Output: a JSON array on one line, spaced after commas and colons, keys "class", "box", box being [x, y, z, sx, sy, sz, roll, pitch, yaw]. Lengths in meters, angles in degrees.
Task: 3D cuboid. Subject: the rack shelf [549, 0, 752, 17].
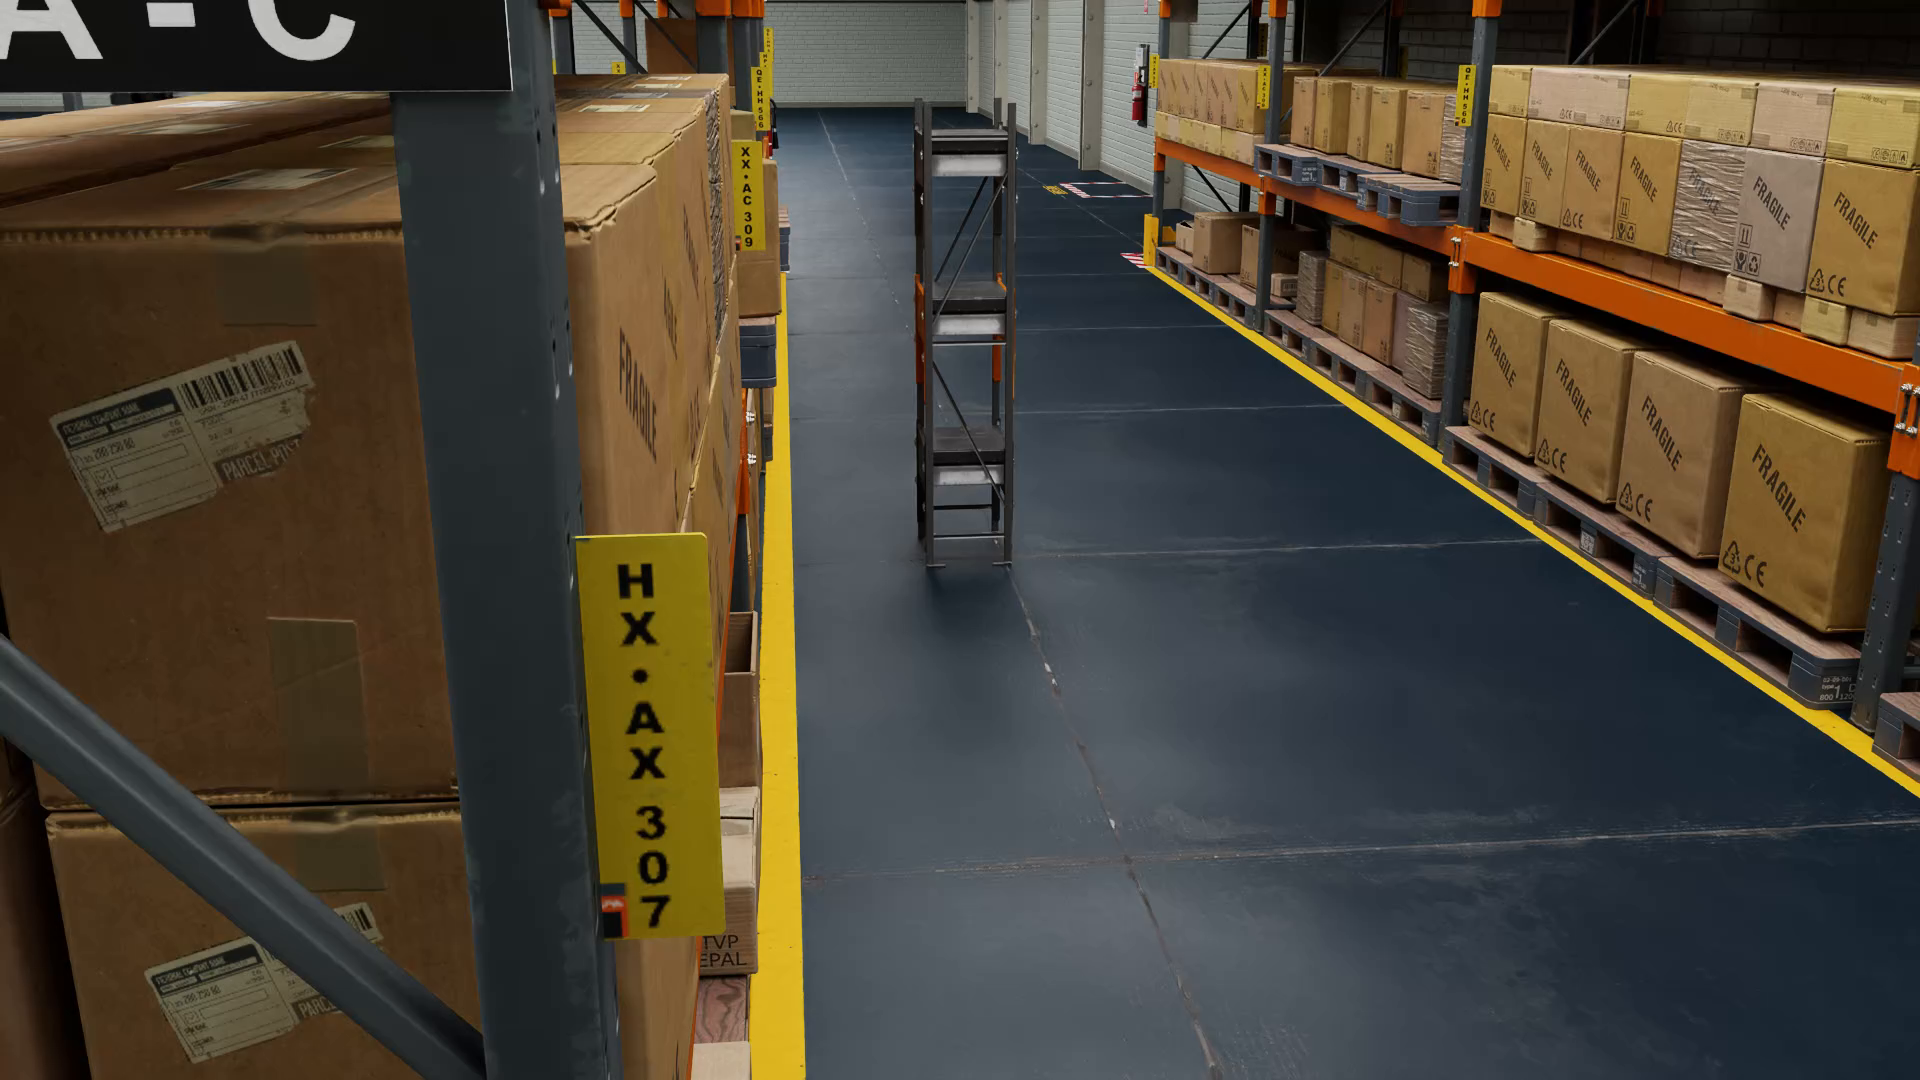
[{"class": "rack shelf", "box": [-1.391, -2.294, 6.669, 1.077, 0.370, 4.000, -2, 18, -6]}]

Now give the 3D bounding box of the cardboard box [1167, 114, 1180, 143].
[{"class": "cardboard box", "box": [2.307, -3.968, 16.025, 0.500, 0.250, 0.500, -2, 18, -7]}]

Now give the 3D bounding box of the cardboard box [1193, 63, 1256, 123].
[{"class": "cardboard box", "box": [2.408, -4.029, 14.966, 0.500, 0.500, 0.500, -1, 17, -4]}]

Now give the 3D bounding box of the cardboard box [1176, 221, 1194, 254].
[{"class": "cardboard box", "box": [2.487, -3.058, 16.663, 0.500, 0.311, 0.500, -4, 18, -12]}]

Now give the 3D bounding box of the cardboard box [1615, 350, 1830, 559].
[{"class": "cardboard box", "box": [3.452, -0.393, 7.310, 0.750, 0.750, 0.750, -1, 17, -4]}]

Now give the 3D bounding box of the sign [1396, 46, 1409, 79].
[{"class": "sign", "box": [3.469, -3.718, 13.080, 0.100, 0.325, 0.005, -2, 18, -6]}]

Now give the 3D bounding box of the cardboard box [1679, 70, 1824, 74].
[{"class": "cardboard box", "box": [3.734, -2.078, 7.841, 0.500, 0.250, 0.500, -2, 18, -7]}]

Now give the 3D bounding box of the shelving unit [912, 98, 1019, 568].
[{"class": "shelving unit", "box": [0.017, -0.952, 7.705, 0.431, 2.100, 0.503, -2, 18, -6]}]

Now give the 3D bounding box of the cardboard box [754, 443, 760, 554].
[{"class": "cardboard box", "box": [-1.154, -0.237, 7.364, 0.500, 0.500, 0.500, -2, 18, -8]}]

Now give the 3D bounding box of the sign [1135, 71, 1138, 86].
[{"class": "sign", "box": [2.647, -6.868, 24.985, 0.001, 0.329, 0.234, -2, 18, -6]}]

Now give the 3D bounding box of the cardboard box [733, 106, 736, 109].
[{"class": "cardboard box", "box": [-2.062, -3.173, 13.110, 0.700, 0.500, 0.500, -2, 18, -7]}]

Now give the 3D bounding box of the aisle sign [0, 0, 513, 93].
[{"class": "aisle sign", "box": [-0.473, -0.647, 0.891, 0.394, 0.787, 0.004, -2, 18, -6]}]

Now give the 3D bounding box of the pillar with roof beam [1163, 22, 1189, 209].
[{"class": "pillar with roof beam", "box": [-1.463, -8.674, 20.784, 9.100, 9.000, 0.400, -2, 18, -6]}]

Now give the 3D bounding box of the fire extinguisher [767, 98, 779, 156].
[{"class": "fire extinguisher", "box": [-1.972, -4.198, 16.670, 0.296, 0.674, 0.183, -2, 18, -6]}]

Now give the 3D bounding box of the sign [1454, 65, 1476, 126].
[{"class": "sign", "box": [2.791, -2.451, 9.175, 0.100, 0.325, 0.005, -2, 18, -6]}]

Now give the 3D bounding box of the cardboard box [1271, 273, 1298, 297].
[{"class": "cardboard box", "box": [2.832, -2.164, 14.059, 0.380, 0.166, 0.250, -4, 18, -13]}]

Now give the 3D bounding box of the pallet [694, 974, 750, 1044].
[{"class": "pallet", "box": [-0.985, 1.289, 3.718, 1.003, 0.211, 1.213, -2, 18, -6]}]

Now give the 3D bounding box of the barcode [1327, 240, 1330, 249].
[{"class": "barcode", "box": [3.100, -2.486, 13.992, 0.001, 0.075, 0.075, -2, 18, -6]}]

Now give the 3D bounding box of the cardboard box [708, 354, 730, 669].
[{"class": "cardboard box", "box": [-0.713, -0.058, 3.189, 0.500, 0.500, 0.500, -2, 17, -5]}]

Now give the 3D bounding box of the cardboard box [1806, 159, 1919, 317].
[{"class": "cardboard box", "box": [3.444, -1.093, 5.954, 0.500, 0.500, 0.500, -2, 18, -7]}]

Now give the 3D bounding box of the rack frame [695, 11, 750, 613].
[{"class": "rack frame", "box": [-1.184, -0.610, 5.112, 1.000, 3.000, 0.127, -2, 18, -6]}]

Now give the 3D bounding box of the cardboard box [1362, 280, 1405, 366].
[{"class": "cardboard box", "box": [3.187, -1.490, 11.355, 0.700, 0.500, 0.500, -2, 18, -6]}]

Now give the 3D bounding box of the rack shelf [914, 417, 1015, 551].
[{"class": "rack shelf", "box": [0.017, -0.272, 7.919, 0.431, 0.518, 0.480, -2, 18, -6]}]

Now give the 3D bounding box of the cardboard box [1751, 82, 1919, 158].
[{"class": "cardboard box", "box": [3.397, -1.605, 6.333, 0.500, 0.250, 0.500, -1, 17, -4]}]

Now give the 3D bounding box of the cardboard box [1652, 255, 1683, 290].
[{"class": "cardboard box", "box": [3.323, -1.205, 7.394, 0.380, 0.149, 0.250, -1, 17, -4]}]

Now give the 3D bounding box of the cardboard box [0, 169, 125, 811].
[{"class": "cardboard box", "box": [-1.091, -0.067, 1.547, 0.500, 0.500, 0.500, -2, 18, -6]}]

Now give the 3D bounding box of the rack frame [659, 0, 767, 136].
[{"class": "rack frame", "box": [-2.422, -4.185, 16.500, 1.000, 3.000, 0.127, -2, 18, -6]}]

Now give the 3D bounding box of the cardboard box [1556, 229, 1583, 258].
[{"class": "cardboard box", "box": [3.243, -1.512, 8.372, 0.380, 0.149, 0.250, -2, 18, -6]}]

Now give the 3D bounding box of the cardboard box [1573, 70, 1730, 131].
[{"class": "cardboard box", "box": [3.232, -2.061, 7.784, 0.500, 0.250, 0.500, -2, 18, -5]}]

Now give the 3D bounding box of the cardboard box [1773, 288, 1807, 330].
[{"class": "cardboard box", "box": [3.395, -0.899, 6.418, 0.380, 0.149, 0.250, -1, 17, -4]}]

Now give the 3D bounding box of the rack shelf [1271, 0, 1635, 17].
[{"class": "rack shelf", "box": [3.124, -3.640, 10.956, 1.077, 0.370, 4.000, -2, 18, -6]}]

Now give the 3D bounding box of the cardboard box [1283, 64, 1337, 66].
[{"class": "cardboard box", "box": [2.981, -3.893, 14.534, 0.500, 0.500, 0.500, -1, 17, -4]}]

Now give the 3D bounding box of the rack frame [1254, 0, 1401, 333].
[{"class": "rack frame", "box": [2.917, -3.148, 13.195, 1.000, 3.000, 0.127, -2, 18, -6]}]

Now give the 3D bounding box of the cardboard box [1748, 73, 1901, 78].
[{"class": "cardboard box", "box": [3.787, -1.927, 7.357, 0.500, 0.250, 0.500, -2, 18, -7]}]

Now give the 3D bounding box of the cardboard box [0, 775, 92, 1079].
[{"class": "cardboard box", "box": [-1.089, 0.409, 1.700, 0.500, 0.500, 0.500, -1, 17, -4]}]

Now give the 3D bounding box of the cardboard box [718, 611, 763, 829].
[{"class": "cardboard box", "box": [-0.843, 0.534, 4.908, 0.500, 0.500, 0.500, -2, 18, -6]}]

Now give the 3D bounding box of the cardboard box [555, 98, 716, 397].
[{"class": "cardboard box", "box": [-0.717, -0.539, 3.051, 0.500, 0.500, 0.500, -2, 18, -6]}]

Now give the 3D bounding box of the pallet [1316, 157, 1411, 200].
[{"class": "pallet", "box": [3.085, -2.453, 11.303, 1.003, 0.211, 1.213, -2, 18, -6]}]

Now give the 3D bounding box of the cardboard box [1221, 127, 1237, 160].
[{"class": "cardboard box", "box": [2.524, -3.366, 14.108, 0.500, 0.250, 0.500, -2, 18, -5]}]

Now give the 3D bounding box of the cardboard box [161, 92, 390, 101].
[{"class": "cardboard box", "box": [-1.309, -0.679, 3.495, 0.500, 0.500, 0.500, -2, 18, -7]}]

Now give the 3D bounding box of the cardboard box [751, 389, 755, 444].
[{"class": "cardboard box", "box": [-1.147, -0.584, 7.217, 0.500, 0.250, 0.500, -2, 18, -7]}]

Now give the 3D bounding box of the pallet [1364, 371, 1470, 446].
[{"class": "pallet", "box": [3.251, -0.858, 10.559, 1.003, 0.211, 1.213, -2, 18, -6]}]

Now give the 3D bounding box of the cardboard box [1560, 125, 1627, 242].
[{"class": "cardboard box", "box": [3.220, -1.698, 7.882, 0.500, 0.500, 0.500, -2, 18, -6]}]

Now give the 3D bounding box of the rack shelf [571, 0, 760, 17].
[{"class": "rack shelf", "box": [-1.803, -3.486, 10.465, 1.077, 0.370, 4.000, -2, 18, -6]}]

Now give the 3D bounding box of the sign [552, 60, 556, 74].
[{"class": "sign", "box": [-2.149, -2.336, 8.677, 0.100, 0.325, 0.005, -2, 18, -6]}]

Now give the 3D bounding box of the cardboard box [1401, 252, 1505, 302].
[{"class": "cardboard box", "box": [3.207, -1.716, 10.821, 0.500, 0.250, 0.500, -1, 17, -5]}]

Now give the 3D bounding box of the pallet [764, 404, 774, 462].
[{"class": "pallet", "box": [-1.643, -0.718, 10.111, 1.003, 0.211, 1.213, -2, 18, -6]}]

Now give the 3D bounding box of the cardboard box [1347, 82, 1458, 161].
[{"class": "cardboard box", "box": [3.086, -2.891, 11.475, 0.700, 0.500, 0.500, 1, 17, 2]}]

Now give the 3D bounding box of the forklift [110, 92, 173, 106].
[{"class": "forklift", "box": [-3.129, -1.387, 7.703, 1.130, 2.935, 3.031, -2, 18, -6]}]
